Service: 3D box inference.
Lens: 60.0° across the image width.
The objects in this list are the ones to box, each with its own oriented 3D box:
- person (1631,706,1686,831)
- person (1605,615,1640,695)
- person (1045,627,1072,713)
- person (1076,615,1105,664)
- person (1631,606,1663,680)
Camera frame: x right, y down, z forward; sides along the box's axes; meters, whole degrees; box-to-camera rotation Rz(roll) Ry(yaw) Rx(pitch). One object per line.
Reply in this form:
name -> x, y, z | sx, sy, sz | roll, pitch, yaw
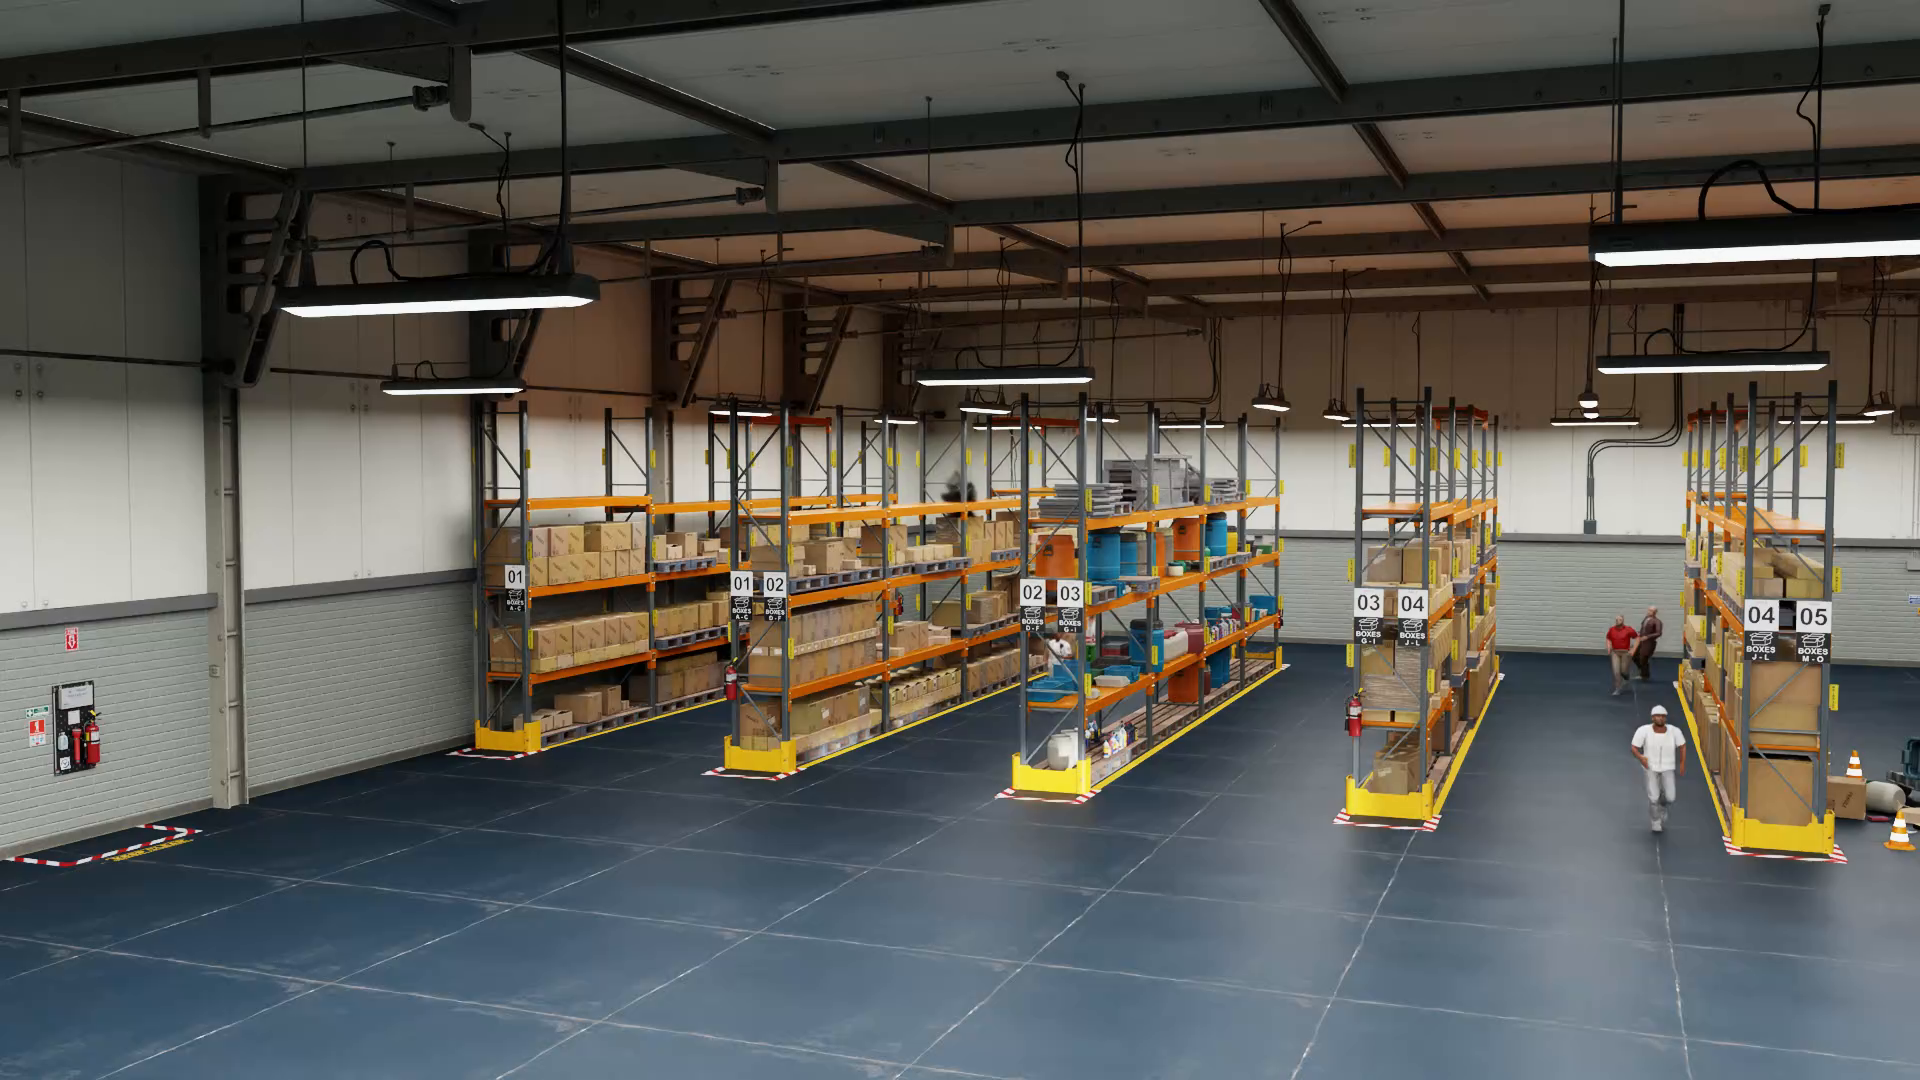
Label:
person -> 9.374, 3.064, 22.287 | 0.710, 1.700, 0.602 | 1, 3, 14
person -> 14.095, 2.443, 35.418 | 0.689, 1.699, 0.649 | 2, 3, 36
person -> 1.941, 2.542, 32.938 | 0.583, 1.674, 0.924 | 1, 3, 16
person -> 2.887, 2.332, 36.911 | 0.651, 1.738, 0.583 | 1, 3, 11
person -> 15.388, 2.324, 37.295 | 0.565, 1.714, 0.731 | -1, 3, -15
